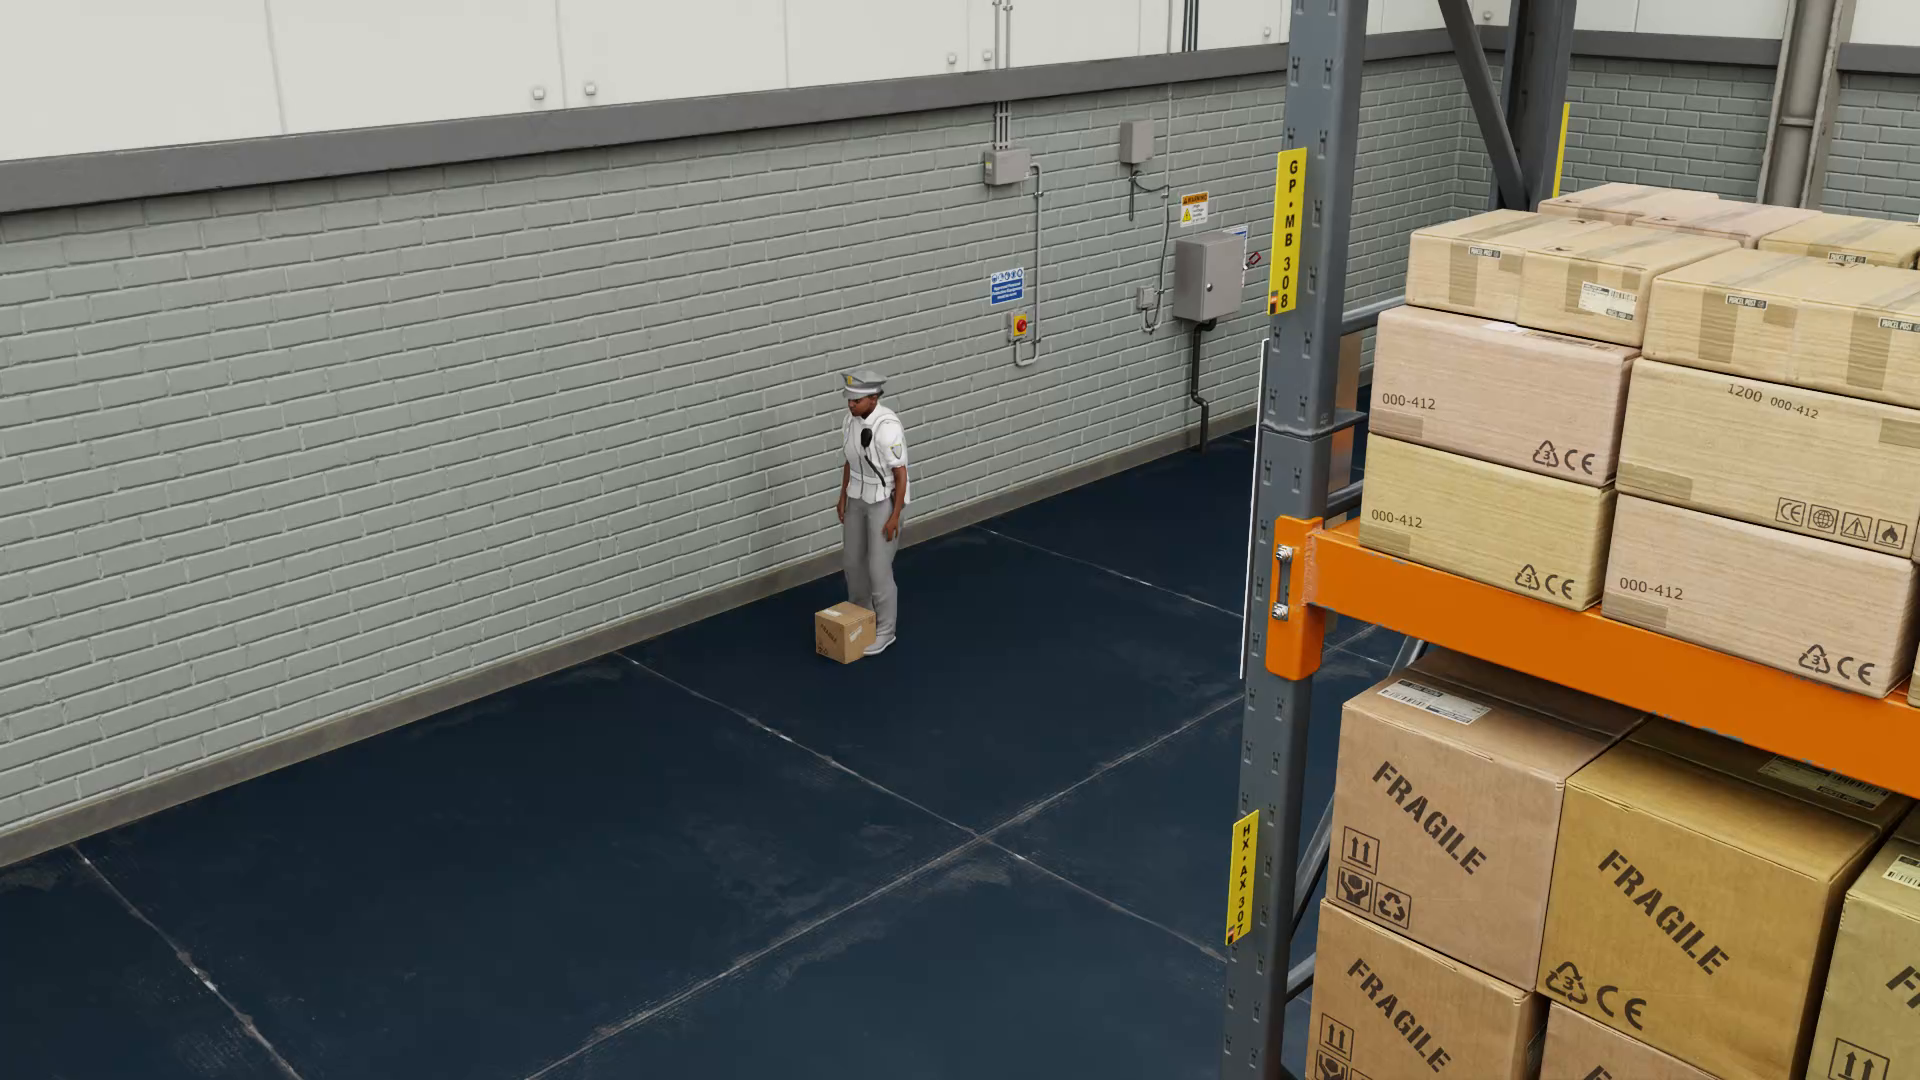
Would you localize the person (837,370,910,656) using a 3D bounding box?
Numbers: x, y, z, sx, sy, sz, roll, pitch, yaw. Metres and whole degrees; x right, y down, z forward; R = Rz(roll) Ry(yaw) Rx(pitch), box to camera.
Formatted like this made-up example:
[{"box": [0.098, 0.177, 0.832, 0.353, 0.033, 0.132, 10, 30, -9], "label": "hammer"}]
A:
[{"box": [-0.516, -0.182, 9.560, 0.506, 1.660, 0.415, 19, 28, 41], "label": "person"}]
